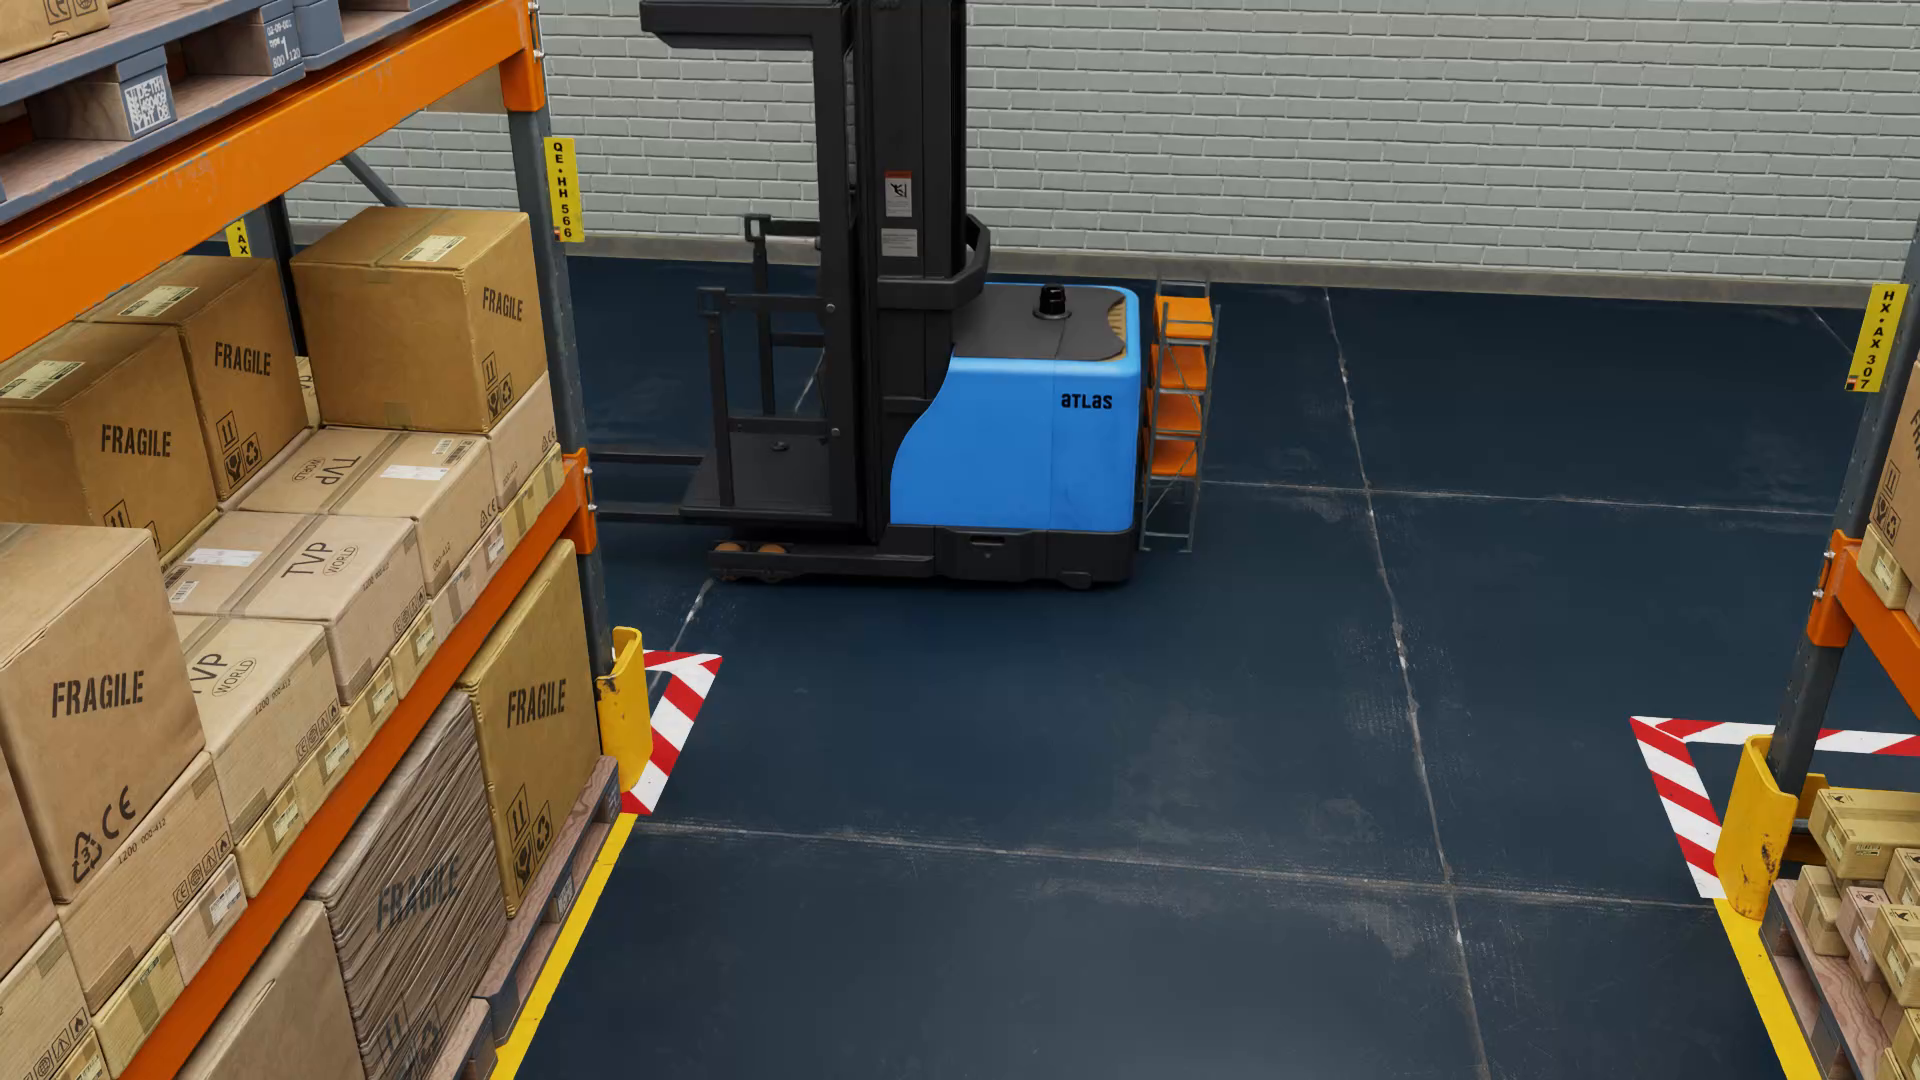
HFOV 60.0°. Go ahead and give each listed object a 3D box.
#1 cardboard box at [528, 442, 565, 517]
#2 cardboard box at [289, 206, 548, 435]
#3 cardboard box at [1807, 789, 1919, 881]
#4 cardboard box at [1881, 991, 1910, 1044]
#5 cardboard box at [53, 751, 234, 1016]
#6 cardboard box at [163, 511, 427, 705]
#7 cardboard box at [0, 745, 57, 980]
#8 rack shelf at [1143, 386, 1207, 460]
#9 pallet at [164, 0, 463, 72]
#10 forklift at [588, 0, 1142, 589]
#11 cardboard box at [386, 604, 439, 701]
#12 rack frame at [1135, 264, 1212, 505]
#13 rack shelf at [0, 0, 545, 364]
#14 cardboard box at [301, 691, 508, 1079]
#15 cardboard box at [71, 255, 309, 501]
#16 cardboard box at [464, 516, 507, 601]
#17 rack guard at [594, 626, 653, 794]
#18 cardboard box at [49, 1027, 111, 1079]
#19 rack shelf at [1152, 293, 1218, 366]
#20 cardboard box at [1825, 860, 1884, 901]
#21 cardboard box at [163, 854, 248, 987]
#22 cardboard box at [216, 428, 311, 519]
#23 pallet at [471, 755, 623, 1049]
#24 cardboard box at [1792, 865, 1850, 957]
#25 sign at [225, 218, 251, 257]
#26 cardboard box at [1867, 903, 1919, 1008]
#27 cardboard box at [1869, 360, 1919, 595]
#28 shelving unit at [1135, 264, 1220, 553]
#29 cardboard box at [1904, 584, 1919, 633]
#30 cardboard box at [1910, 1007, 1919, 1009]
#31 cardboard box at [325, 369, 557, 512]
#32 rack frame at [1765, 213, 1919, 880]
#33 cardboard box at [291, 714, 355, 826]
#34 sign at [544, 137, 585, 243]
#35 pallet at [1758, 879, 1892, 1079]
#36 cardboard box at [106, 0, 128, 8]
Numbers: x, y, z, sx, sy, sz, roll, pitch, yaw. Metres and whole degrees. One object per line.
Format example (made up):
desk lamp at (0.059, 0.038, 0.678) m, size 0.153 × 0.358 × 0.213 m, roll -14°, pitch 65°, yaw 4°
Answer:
cardboard box at (-1.472, -0.200, 5.224) m, size 0.380 × 0.149 × 0.250 m, roll 4°, pitch 29°, yaw 7°
cardboard box at (-1.554, -0.648, 4.844) m, size 0.500 × 0.500 × 0.500 m, roll 4°, pitch 29°, yaw 7°
cardboard box at (2.753, 0.873, 4.902) m, size 0.380 × 0.149 × 0.250 m, roll 2°, pitch 28°, yaw 4°
cardboard box at (2.798, 1.382, 4.586) m, size 0.380 × 0.149 × 0.250 m, roll 4°, pitch 29°, yaw 7°
cardboard box at (-1.804, 0.636, 3.251) m, size 0.500 × 0.250 × 0.500 m, roll 4°, pitch 29°, yaw 7°
cardboard box at (-1.676, 0.159, 4.136) m, size 0.500 × 0.250 × 0.500 m, roll 2°, pitch 28°, yaw 4°
cardboard box at (-1.865, 0.548, 2.624) m, size 0.500 × 0.500 × 0.500 m, roll 3°, pitch 28°, yaw 6°
rack shelf at (0.977, -0.535, 7.609) m, size 0.258 × 0.148 × 0.480 m, roll 4°, pitch 28°, yaw 2°
pallet at (-1.836, -1.429, 4.172) m, size 1.003 × 0.211 × 1.213 m, roll 3°, pitch 28°, yaw 6°
forklift at (-0.710, -1.348, 7.162) m, size 3.031 × 2.935 × 1.130 m, roll 2°, pitch 28°, yaw 4°
cardboard box at (-1.596, 0.280, 4.332) m, size 0.380 × 0.149 × 0.250 m, roll 3°, pitch 28°, yaw 5°
rack frame at (0.994, -0.710, 7.792) m, size 0.240 × 1.200 × 0.015 m, roll 4°, pitch 28°, yaw 2°
rack shelf at (-2.001, -0.560, 3.223) m, size 1.077 × 0.370 × 4.000 m, roll 3°, pitch 28°, yaw 6°
cardboard box at (-1.866, 0.987, 4.553) m, size 0.875 × 0.875 × 0.875 m, roll 3°, pitch 28°, yaw 6°
cardboard box at (-2.144, -0.447, 4.471) m, size 0.500 × 0.500 × 0.500 m, roll 3°, pitch 28°, yaw 5°
cardboard box at (-1.535, 0.041, 4.777) m, size 0.380 × 0.149 × 0.250 m, roll 3°, pitch 29°, yaw 6°
rack guard at (-1.753, 0.591, 6.125) m, size 1.175 × 0.500 × 0.348 m, roll 3°, pitch 28°, yaw 6°
cardboard box at (-1.785, 1.004, 2.988) m, size 0.380 × 0.149 × 0.250 m, roll 3°, pitch 28°, yaw 5°
rack shelf at (0.994, -0.939, 7.390) m, size 0.258 × 0.148 × 0.480 m, roll 4°, pitch 28°, yaw 2°
cardboard box at (2.836, 1.009, 4.964) m, size 0.380 × 0.149 × 0.250 m, roll 5°, pitch 29°, yaw 8°
cardboard box at (-1.721, 0.766, 3.431) m, size 0.380 × 0.149 × 0.250 m, roll 4°, pitch 29°, yaw 7°
cardboard box at (-2.139, -0.107, 4.631) m, size 0.500 × 0.250 × 0.500 m, roll 3°, pitch 28°, yaw 6°
pallet at (-1.776, 1.111, 5.466) m, size 1.003 × 0.211 × 1.213 m, roll 3°, pitch 28°, yaw 6°
cardboard box at (2.773, 1.136, 5.041) m, size 0.380 × 0.149 × 0.250 m, roll 4°, pitch 29°, yaw 7°
sign at (-2.306, -0.949, 5.352) m, size 0.100 × 0.325 × 0.005 m, roll 3°, pitch 28°, yaw 6°
cardboard box at (2.681, 1.121, 4.442) m, size 0.380 × 0.149 × 0.250 m, roll 3°, pitch 28°, yaw 6°
cardboard box at (2.825, -0.142, 4.431) m, size 0.500 × 0.500 × 0.500 m, roll 5°, pitch 29°, yaw 9°
shelving unit at (0.980, -0.594, 7.577) m, size 0.258 × 1.200 × 0.503 m, roll 4°, pitch 28°, yaw 2°
cardboard box at (2.799, 0.204, 4.473) m, size 0.380 × 0.149 × 0.250 m, roll 4°, pitch 29°, yaw 8°
cardboard box at (2.804, 1.255, 4.507) m, size 0.380 × 0.149 × 0.250 m, roll 4°, pitch 29°, yaw 7°
cardboard box at (-1.552, -0.319, 5.024) m, size 0.500 × 0.250 × 0.500 m, roll 3°, pitch 28°, yaw 5°
rack frame at (3.155, -0.162, 4.888) m, size 1.000 × 3.000 × 0.127 m, roll 3°, pitch 28°, yaw 6°
cardboard box at (-1.660, 0.519, 3.889) m, size 0.380 × 0.149 × 0.250 m, roll 4°, pitch 29°, yaw 7°
sign at (-1.219, -1.074, 5.110) m, size 0.100 × 0.325 × 0.005 m, roll 3°, pitch 28°, yaw 6°
pallet at (3.011, 1.482, 4.777) m, size 1.003 × 0.211 × 1.213 m, roll 3°, pitch 28°, yaw 6°
cardboard box at (-1.970, -1.339, 3.257) m, size 0.700 × 0.500 × 0.500 m, roll 1°, pitch 28°, yaw 3°
